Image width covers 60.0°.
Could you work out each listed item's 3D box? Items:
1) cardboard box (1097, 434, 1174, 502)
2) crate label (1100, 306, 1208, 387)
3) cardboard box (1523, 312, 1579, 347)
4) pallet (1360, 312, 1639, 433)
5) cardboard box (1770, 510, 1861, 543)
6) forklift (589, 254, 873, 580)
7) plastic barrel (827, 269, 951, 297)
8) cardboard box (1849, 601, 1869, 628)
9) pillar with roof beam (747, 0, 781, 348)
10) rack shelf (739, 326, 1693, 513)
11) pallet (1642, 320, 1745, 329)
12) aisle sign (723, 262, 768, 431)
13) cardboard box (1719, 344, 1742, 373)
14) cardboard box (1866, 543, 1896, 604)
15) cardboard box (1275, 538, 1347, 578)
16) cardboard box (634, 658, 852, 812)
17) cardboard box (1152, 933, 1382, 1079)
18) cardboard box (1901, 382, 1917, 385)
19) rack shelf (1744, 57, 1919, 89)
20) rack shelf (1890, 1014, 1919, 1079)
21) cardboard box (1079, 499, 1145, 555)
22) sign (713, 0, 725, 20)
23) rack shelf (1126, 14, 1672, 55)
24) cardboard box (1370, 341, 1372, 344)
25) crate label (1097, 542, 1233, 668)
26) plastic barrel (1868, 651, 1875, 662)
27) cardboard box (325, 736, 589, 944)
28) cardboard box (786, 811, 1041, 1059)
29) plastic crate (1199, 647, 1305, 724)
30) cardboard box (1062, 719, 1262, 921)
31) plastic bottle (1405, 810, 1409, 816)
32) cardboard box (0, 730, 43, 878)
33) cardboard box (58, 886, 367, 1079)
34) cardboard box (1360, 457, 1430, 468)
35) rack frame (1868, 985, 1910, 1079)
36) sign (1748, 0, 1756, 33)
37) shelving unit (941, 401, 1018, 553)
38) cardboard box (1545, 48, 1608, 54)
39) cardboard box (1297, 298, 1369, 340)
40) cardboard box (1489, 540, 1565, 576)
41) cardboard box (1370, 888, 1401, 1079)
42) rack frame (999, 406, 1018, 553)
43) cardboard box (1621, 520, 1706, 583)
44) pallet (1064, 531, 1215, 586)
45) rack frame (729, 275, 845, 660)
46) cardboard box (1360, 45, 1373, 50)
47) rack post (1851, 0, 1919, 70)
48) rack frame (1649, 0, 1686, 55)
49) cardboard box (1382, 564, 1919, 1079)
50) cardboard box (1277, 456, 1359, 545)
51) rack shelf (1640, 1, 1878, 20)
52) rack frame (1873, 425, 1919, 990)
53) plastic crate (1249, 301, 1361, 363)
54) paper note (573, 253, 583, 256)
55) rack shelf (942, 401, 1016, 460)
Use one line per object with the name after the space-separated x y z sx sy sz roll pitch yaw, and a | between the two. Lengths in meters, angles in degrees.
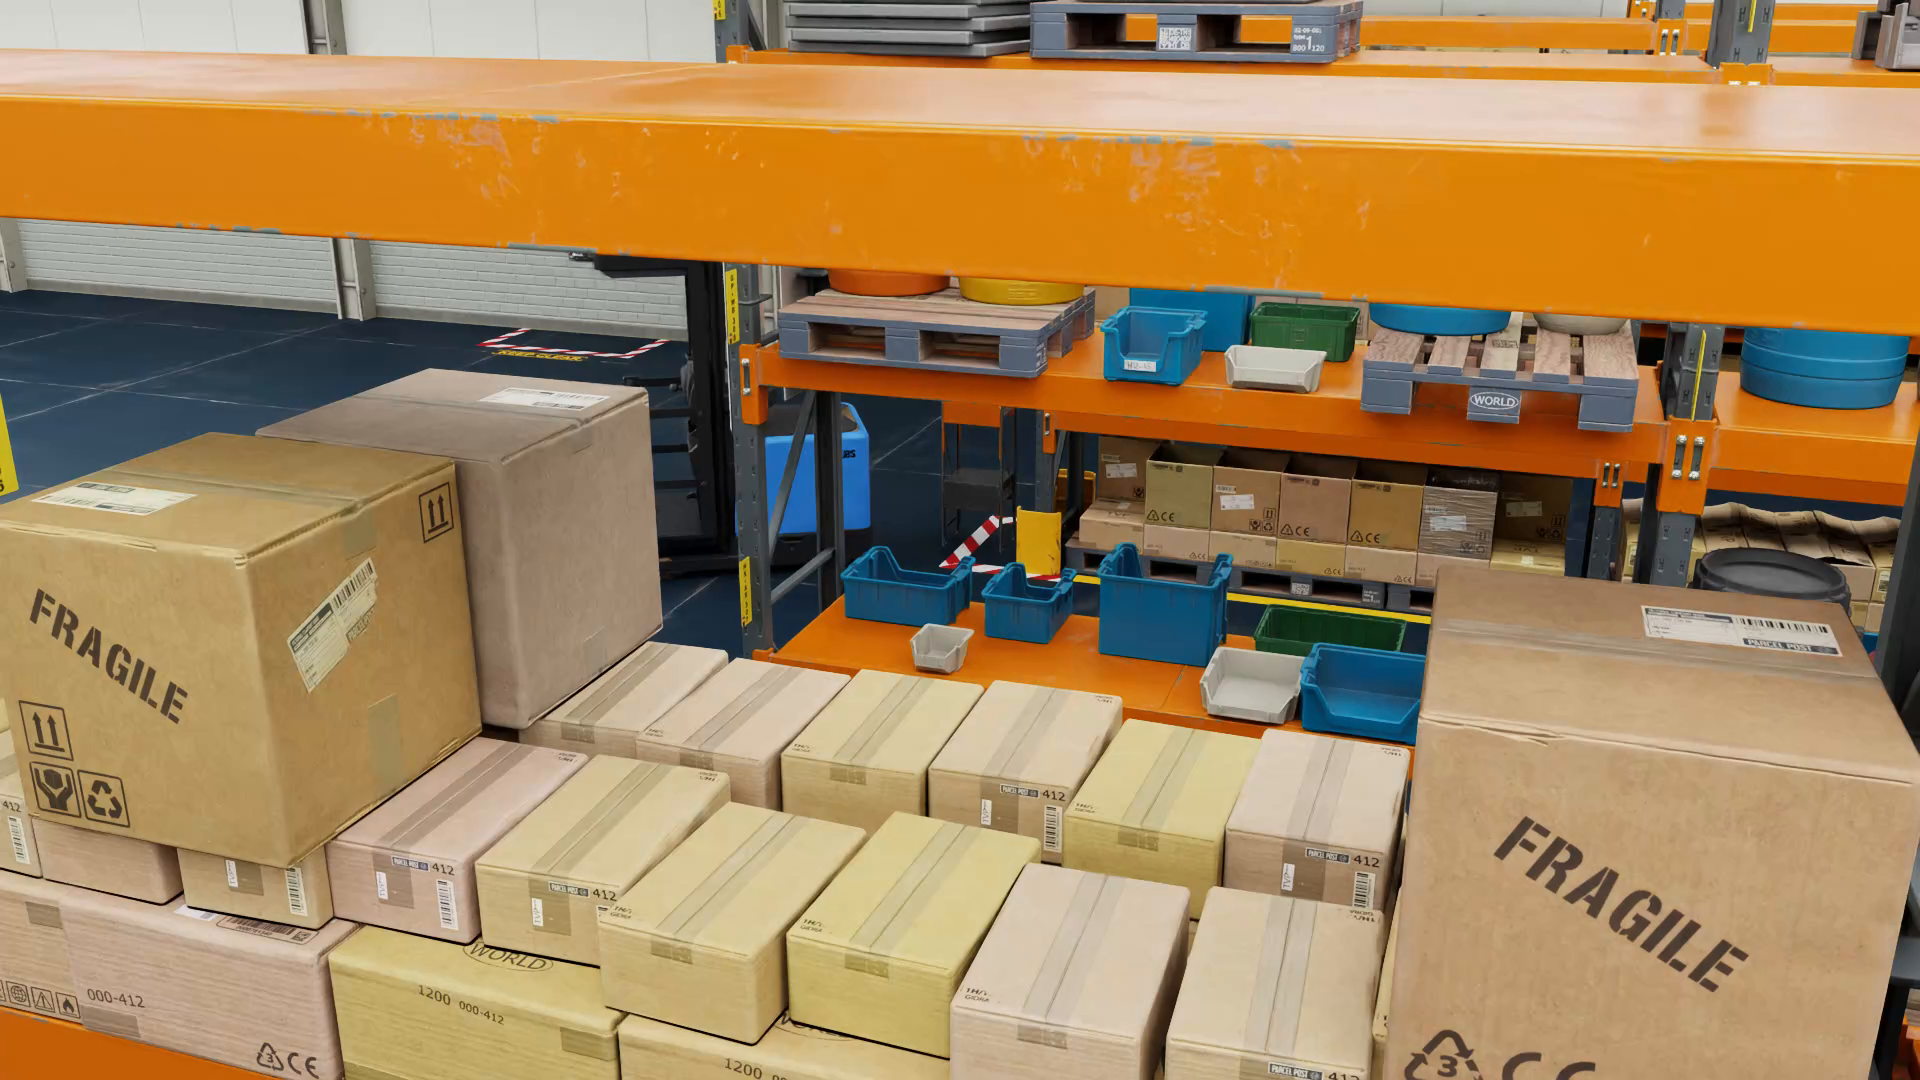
1.400 -0.622 13.204 0.500 0.500 0.500 7 20 18 | cardboard box
0.827 -0.835 7.083 0.408 0.251 0.502 7 20 18 | crate label
4.153 -1.607 11.507 0.500 0.500 0.700 7 20 18 | cardboard box
2.232 -0.736 6.862 1.003 0.211 1.213 7 20 18 | pallet
6.015 -0.003 11.714 0.500 0.311 0.500 6 20 18 | cardboard box
-2.254 -1.254 12.721 3.031 2.935 1.130 -4 20 -10 | forklift
-0.332 -1.598 7.756 0.708 0.830 0.600 7 20 18 | plastic barrel
5.847 0.430 11.325 0.500 0.250 0.500 6 20 16 | cardboard box
-3.717 -5.210 14.851 0.400 9.000 9.100 7 20 18 | pillar with roof beam
1.056 -0.654 7.432 4.000 0.370 1.077 7 20 18 | rack shelf
6.871 -2.224 15.690 1.213 0.211 1.003 7 20 18 | pallet
-0.997 -0.938 7.760 0.004 0.787 0.394 7 20 18 | aisle sign
7.314 -1.703 15.894 0.500 0.250 0.500 6 20 17 | cardboard box
6.336 0.222 11.071 0.500 0.311 0.500 7 20 20 | cardboard box
2.646 0.056 12.397 0.500 0.250 0.500 7 20 18 | cardboard box
-0.385 0.367 3.031 0.250 0.149 0.380 7 20 19 | cardboard box
0.314 0.805 2.380 0.500 0.250 0.500 7 20 19 | cardboard box
6.265 -0.750 11.017 0.500 0.500 0.500 7 20 18 | cardboard box
4.835 -1.450 5.765 4.000 0.370 1.077 7 20 18 | rack shelf
3.209 1.318 1.775 4.000 0.370 1.077 7 20 18 | rack shelf
1.230 -0.106 12.863 0.500 0.250 0.500 7 20 18 | cardboard box
-1.018 -2.357 6.985 0.005 0.325 0.100 7 20 18 | sign
2.685 -3.422 11.421 4.000 0.370 1.077 7 20 18 | rack shelf
3.048 -1.355 11.770 0.250 0.149 0.380 7 20 20 | cardboard box
0.994 0.304 8.092 0.616 0.435 0.502 7 20 18 | crate label
3.777 0.746 6.673 0.433 0.535 0.433 0 19 0 | plastic barrel
-0.806 0.478 2.714 0.250 0.149 0.380 6 20 17 | cardboard box
-0.058 0.569 2.451 0.250 0.149 0.380 7 21 20 | cardboard box
1.328 0.666 7.508 0.437 0.136 0.530 7 20 18 | plastic crate
0.345 0.457 2.773 0.250 0.149 0.380 7 20 20 | cardboard box
2.141 1.445 8.230 0.185 0.351 0.144 6 20 16 | plastic bottle
-1.548 0.413 2.900 0.250 0.149 0.380 7 21 20 | cardboard box
-1.132 0.642 2.849 0.500 0.250 0.500 6 20 18 | cardboard box
3.294 -0.411 12.598 0.500 0.500 0.500 7 20 18 | cardboard box
1.320 2.178 2.770 0.127 3.000 1.000 7 20 18 | rack frame
2.754 -1.926 5.747 0.005 0.325 0.100 7 20 18 | sign
0.156 -0.974 13.179 0.503 2.100 0.431 7 20 18 | shelving unit
5.634 -4.357 15.260 0.500 0.500 0.500 5 20 13 | cardboard box
2.731 -1.770 11.973 0.500 0.500 0.700 7 20 18 | cardboard box
4.065 0.217 11.937 0.500 0.250 0.500 7 20 18 | cardboard box
0.696 0.642 2.242 0.250 0.149 0.380 7 20 19 | cardboard box
0.387 -0.947 13.104 0.015 2.100 0.400 7 20 18 | rack frame
4.883 0.056 11.546 0.500 0.311 0.500 7 20 18 | cardboard box
1.532 0.053 13.104 1.213 0.211 1.003 7 20 18 | pallet
-0.833 0.206 8.427 0.127 3.000 1.000 7 20 18 | rack frame
3.647 -4.580 15.901 0.500 0.500 0.500 7 20 20 | cardboard box
4.834 -2.103 5.634 3.121 1.000 1.013 7 20 18 | rack post
4.574 -3.734 10.617 0.127 3.000 1.000 7 20 18 | rack frame
0.811 0.369 2.040 0.500 0.500 0.500 6 20 16 | cardboard box
2.646 -0.298 12.273 0.500 0.500 0.500 7 20 18 | cardboard box
8.086 -4.530 14.602 4.000 0.370 1.077 7 20 18 | rack shelf
1.320 -0.654 1.782 0.127 3.000 1.000 7 20 18 | rack frame
1.544 -0.933 7.461 0.450 0.188 0.336 7 20 18 | plastic crate
-4.771 -3.619 20.739 0.142 0.148 0.016 7 20 18 | paper note
0.156 -0.961 13.184 0.480 0.518 0.431 7 20 18 | rack shelf
